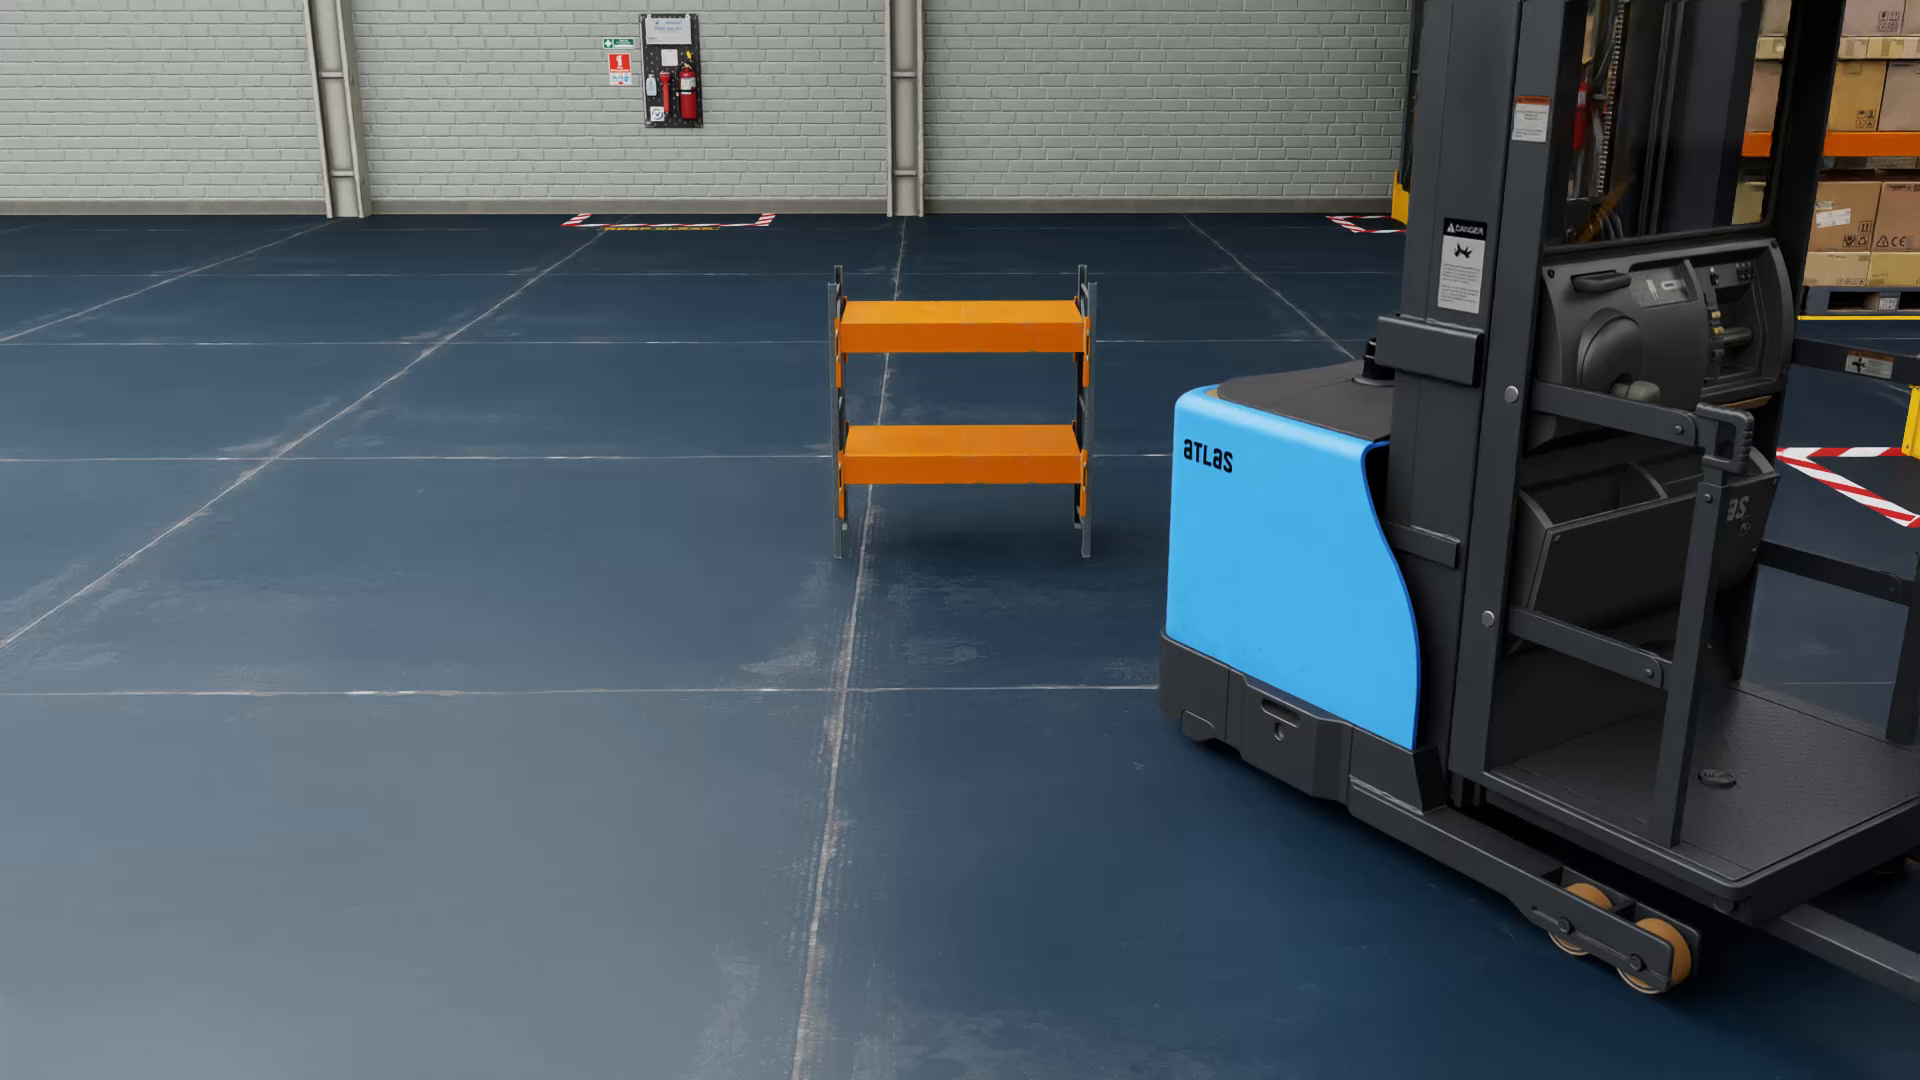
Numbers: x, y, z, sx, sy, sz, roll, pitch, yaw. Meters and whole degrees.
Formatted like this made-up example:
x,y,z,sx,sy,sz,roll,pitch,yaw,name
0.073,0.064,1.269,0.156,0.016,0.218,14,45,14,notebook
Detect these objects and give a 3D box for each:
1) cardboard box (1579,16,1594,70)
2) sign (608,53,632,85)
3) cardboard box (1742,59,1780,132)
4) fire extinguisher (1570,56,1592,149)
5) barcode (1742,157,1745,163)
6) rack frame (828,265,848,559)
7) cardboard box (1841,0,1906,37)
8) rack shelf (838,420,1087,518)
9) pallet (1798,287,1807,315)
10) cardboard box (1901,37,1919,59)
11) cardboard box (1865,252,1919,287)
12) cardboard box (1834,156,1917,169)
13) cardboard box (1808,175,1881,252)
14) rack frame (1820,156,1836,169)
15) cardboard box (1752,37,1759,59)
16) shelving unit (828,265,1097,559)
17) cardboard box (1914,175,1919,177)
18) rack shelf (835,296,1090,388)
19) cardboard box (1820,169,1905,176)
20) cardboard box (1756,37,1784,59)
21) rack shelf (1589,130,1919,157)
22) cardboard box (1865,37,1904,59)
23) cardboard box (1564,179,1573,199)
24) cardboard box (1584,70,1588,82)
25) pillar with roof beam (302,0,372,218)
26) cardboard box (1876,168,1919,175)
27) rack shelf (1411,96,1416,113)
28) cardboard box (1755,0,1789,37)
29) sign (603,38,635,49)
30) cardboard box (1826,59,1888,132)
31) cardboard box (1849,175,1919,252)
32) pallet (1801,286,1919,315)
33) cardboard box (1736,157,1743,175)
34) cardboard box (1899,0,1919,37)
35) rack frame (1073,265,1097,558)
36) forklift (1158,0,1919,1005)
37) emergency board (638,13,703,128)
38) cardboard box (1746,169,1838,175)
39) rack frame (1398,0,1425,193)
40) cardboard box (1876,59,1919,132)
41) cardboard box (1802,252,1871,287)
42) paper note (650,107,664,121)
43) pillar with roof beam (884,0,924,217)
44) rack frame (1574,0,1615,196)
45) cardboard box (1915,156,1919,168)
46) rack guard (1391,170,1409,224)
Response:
x,y,z,sx,sy,sz,roll,pitch,yaw,name
6.217,-4.927,16.482,0.500,0.500,0.500,-1,18,-3,cardboard box
-3.616,-5.006,17.683,0.234,0.329,0.001,0,18,-1,sign
5.797,-3.259,12.132,0.500,0.500,0.700,0,18,1,cardboard box
4.680,-3.313,12.592,0.183,0.674,0.296,0,18,-1,fire extinguisher
8.179,-3.983,17.402,0.075,0.075,0.001,0,18,-1,barcode
-0.502,-0.533,6.868,0.032,1.125,0.500,0,18,-1,rack frame
6.355,-3.880,11.943,0.500,0.500,0.700,0,18,-1,cardboard box
0.007,-0.303,6.951,1.000,0.278,0.538,0,18,-1,rack shelf
5.569,-1.898,12.617,1.213,0.211,1.003,0,18,-1,pallet
6.738,-3.509,11.848,0.250,0.149,0.380,0,18,0,cardboard box
6.845,-2.041,12.313,0.500,0.250,0.500,0,18,-1,cardboard box
9.459,-3.769,17.258,0.500,0.500,0.700,0,18,1,cardboard box
6.345,-2.400,12.206,0.500,0.500,0.500,0,18,-1,cardboard box
8.723,-4.741,16.916,0.127,3.000,1.000,0,18,-1,rack frame
5.465,-3.503,11.833,0.250,0.149,0.380,-1,18,-2,cardboard box
0.007,-0.536,6.876,1.048,1.125,0.538,0,18,-1,shelving unit
7.345,-2.404,12.218,0.500,0.500,0.500,0,18,-1,cardboard box
0.007,-0.814,6.786,1.000,0.278,0.538,0,18,-1,rack shelf
6.836,-2.561,12.708,0.500,0.500,0.500,0,18,-1,cardboard box
5.714,-3.504,11.835,0.250,0.149,0.380,0,18,-1,cardboard box
6.805,-2.876,12.280,4.000,0.370,1.077,0,18,-1,rack shelf
6.489,-3.508,11.847,0.250,0.149,0.380,-1,18,-2,cardboard box
5.987,-3.629,17.133,0.500,0.311,0.500,1,18,4,cardboard box
6.245,-4.573,16.604,0.500,0.250,0.500,-1,18,-2,cardboard box
-6.521,-6.473,12.495,0.400,9.000,9.100,0,18,-1,pillar with roof beam
7.336,-2.564,12.717,0.500,0.500,0.500,0,18,-1,cardboard box
6.723,-4.389,16.996,4.000,0.370,1.077,0,18,-1,rack shelf
5.851,-3.877,11.935,0.500,0.500,0.700,-1,18,-2,cardboard box
-3.611,-5.256,17.594,0.331,0.109,0.001,0,18,-1,sign
6.294,-3.259,12.134,0.500,0.500,0.700,0,18,0,cardboard box
6.845,-2.398,12.197,0.500,0.500,0.500,0,18,-1,cardboard box
6.786,-1.902,12.632,1.213,0.211,1.003,0,18,-1,pallet
7.686,-3.743,17.177,0.500,0.500,0.500,-2,18,-5,cardboard box
6.856,-3.882,11.951,0.500,0.500,0.700,0,18,-1,cardboard box
0.515,-0.538,6.884,0.032,1.125,0.500,0,18,-1,rack frame
1.850,-0.522,3.877,1.130,2.935,3.031,-11,21,-32,forklift
-3.061,-4.960,17.599,0.643,1.169,0.194,0,18,-1,emergency board
6.336,-2.559,12.701,0.500,0.500,0.500,0,18,-1,cardboard box
4.723,-4.722,16.856,0.127,3.000,1.000,0,18,-1,rack frame
6.820,-3.263,12.145,0.500,0.500,0.700,0,18,1,cardboard box
6.345,-2.040,12.310,0.500,0.250,0.500,0,18,-1,cardboard box
-3.239,-4.561,17.797,0.142,0.148,0.016,0,18,-1,paper note
-0.522,-6.502,12.585,0.400,9.000,9.100,0,18,-1,pillar with roof beam
4.805,-3.209,12.140,0.127,3.000,1.000,0,18,-1,rack frame
9.974,-3.787,17.313,0.500,0.500,0.700,-1,18,-2,cardboard box
4.799,-3.532,17.239,0.348,0.500,1.175,0,18,-1,rack guard
